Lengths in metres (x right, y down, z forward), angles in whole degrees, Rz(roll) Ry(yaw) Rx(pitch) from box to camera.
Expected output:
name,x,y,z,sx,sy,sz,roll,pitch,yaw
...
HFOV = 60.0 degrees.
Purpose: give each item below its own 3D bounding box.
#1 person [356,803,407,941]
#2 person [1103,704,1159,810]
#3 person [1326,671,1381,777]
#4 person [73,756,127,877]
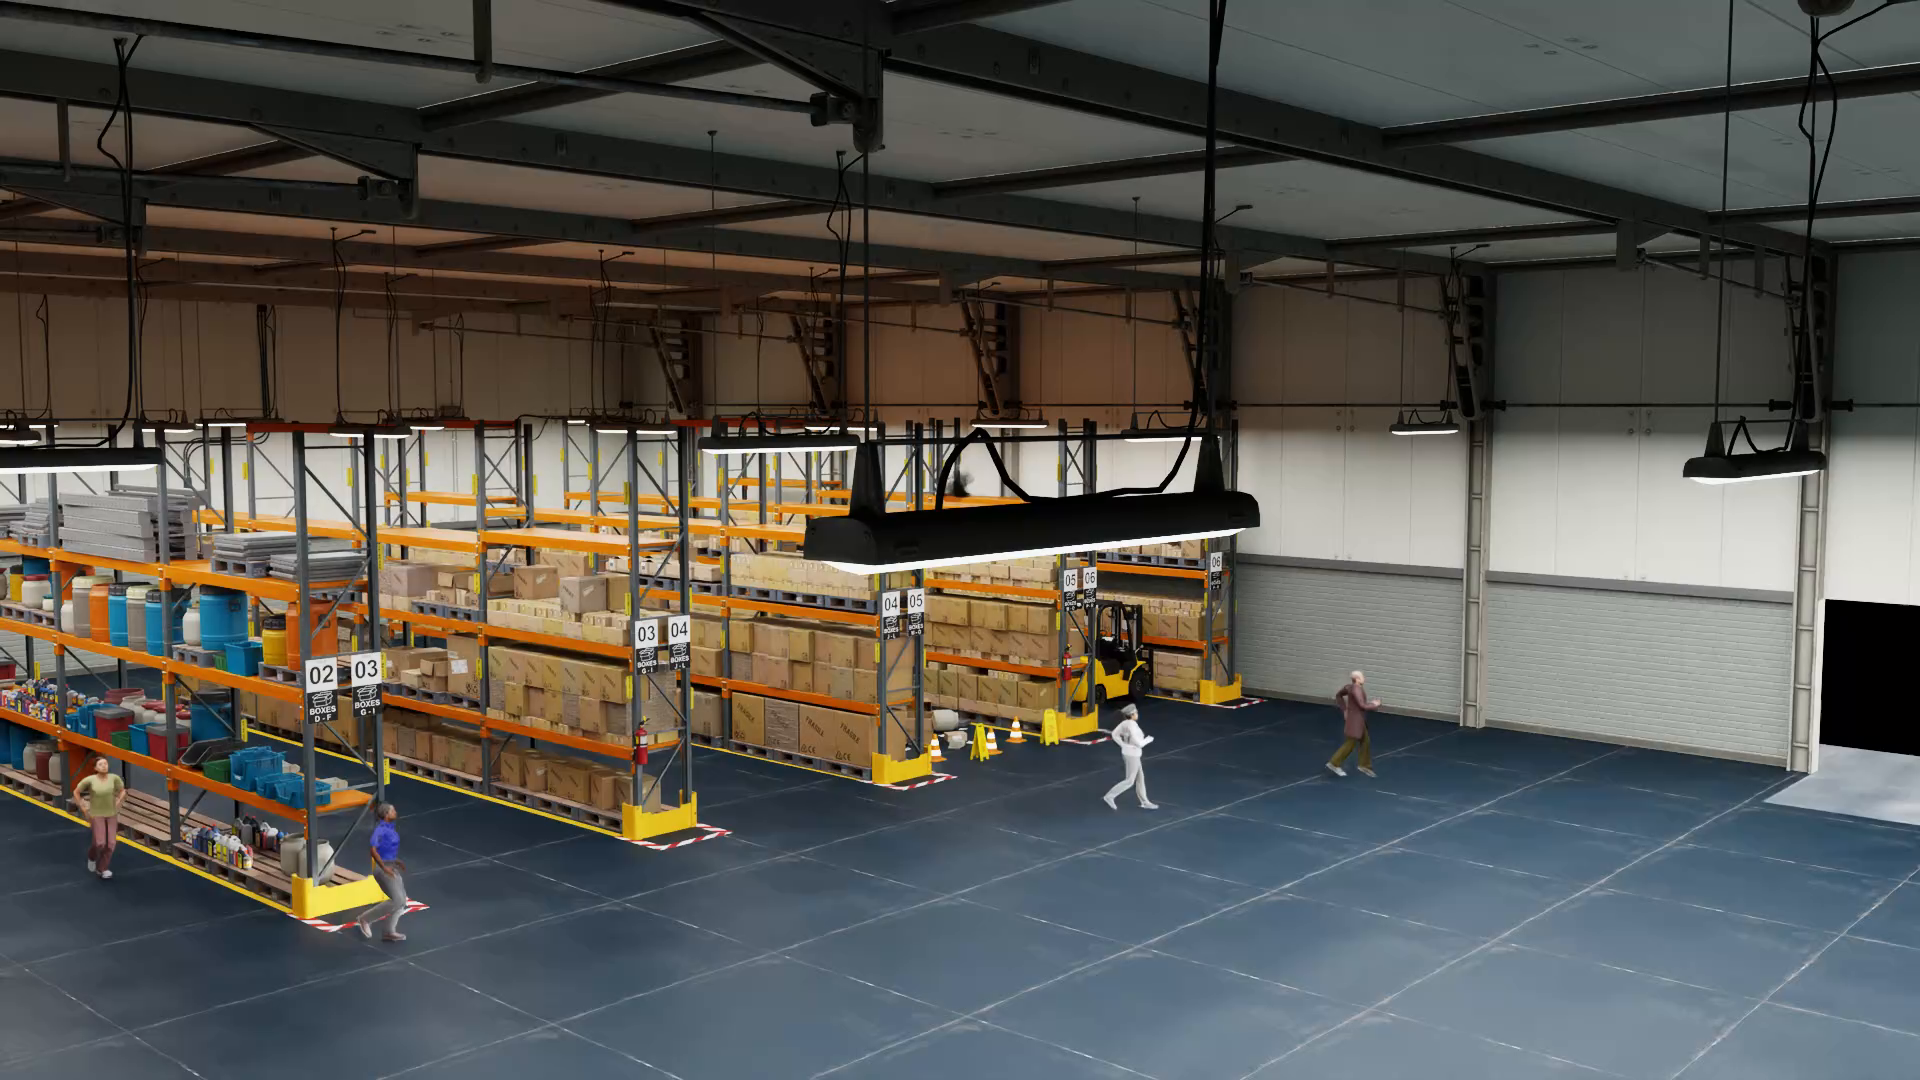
name,x,y,z,sx,sy,sz,roll,pitch,yaw
person,-6.859,3.930,19.739,0.548,1.590,0.622,-1,5,-13
person,2.644,3.361,25.751,0.939,1.677,0.612,-1,5,-12
person,6.661,3.132,28.163,0.898,1.846,0.705,0,5,5
person,-11.432,3.697,22.200,0.624,1.638,0.514,-4,6,-43
